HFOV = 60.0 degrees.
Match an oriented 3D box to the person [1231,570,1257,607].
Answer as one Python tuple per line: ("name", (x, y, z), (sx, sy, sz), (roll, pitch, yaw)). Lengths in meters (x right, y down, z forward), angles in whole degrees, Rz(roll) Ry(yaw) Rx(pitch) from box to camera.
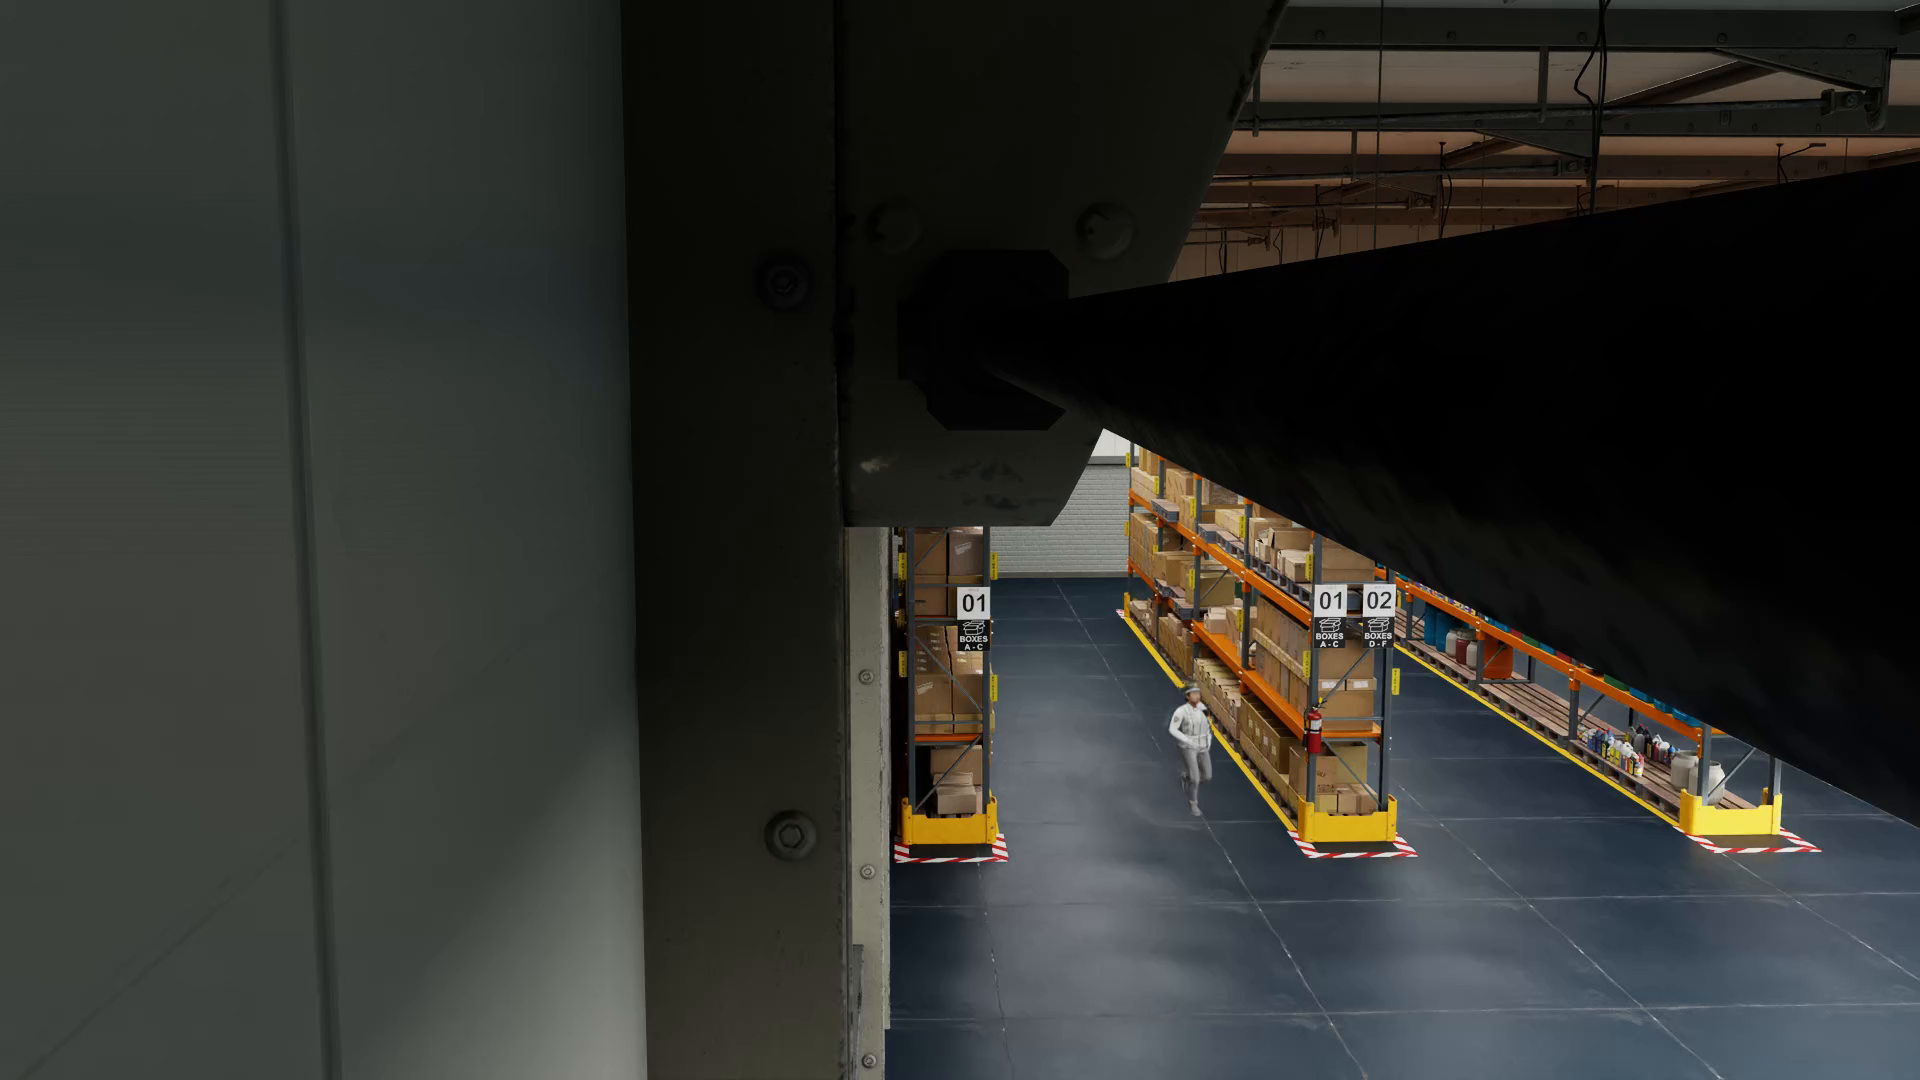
("person", (6.071, 0.883, 35.898), (0.705, 1.754, 0.829), (-2, 8, -15))

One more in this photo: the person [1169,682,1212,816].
("person", (2.873, 2.592, 20.739), (0.606, 1.657, 0.530), (-4, 9, -31))
